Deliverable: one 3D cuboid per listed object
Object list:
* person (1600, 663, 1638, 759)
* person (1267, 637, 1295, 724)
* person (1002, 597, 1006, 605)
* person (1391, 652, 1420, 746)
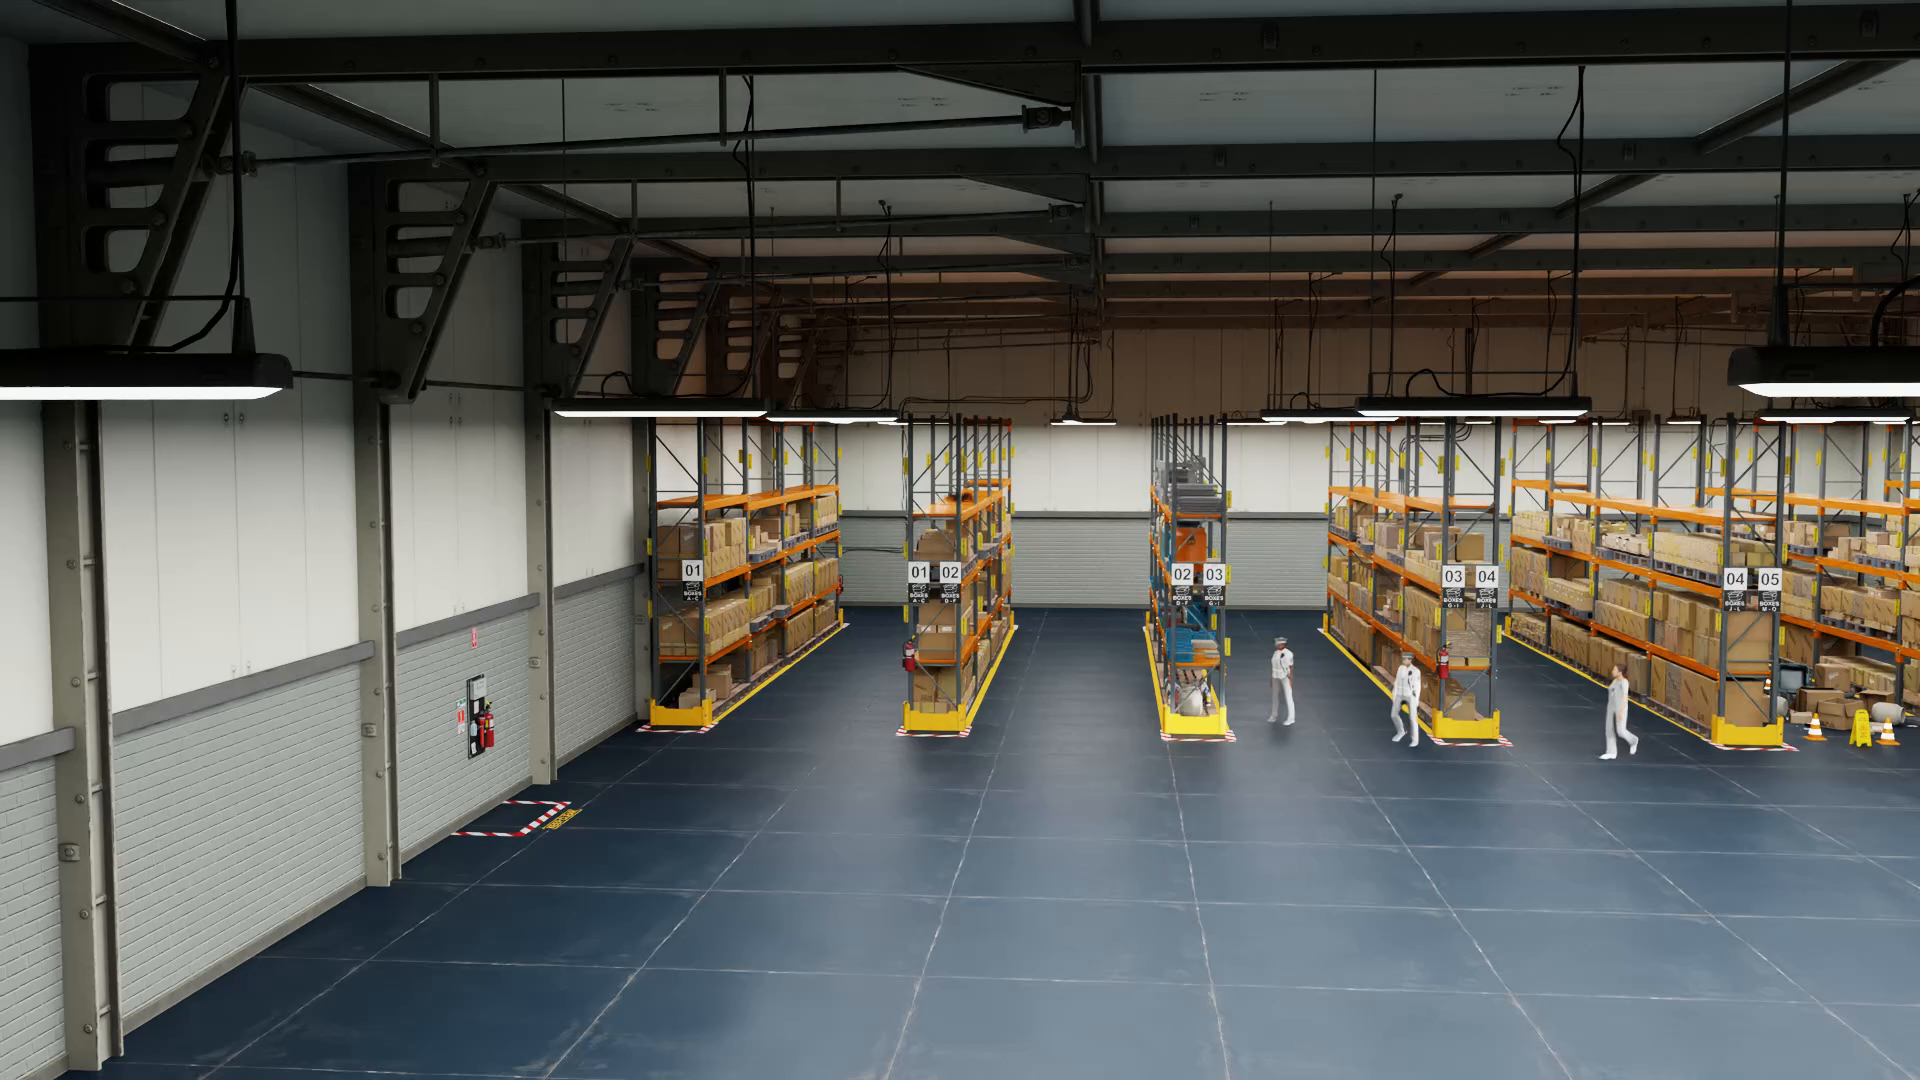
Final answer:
[{"bbox_3d":[11.416,2.955,28.724,0.652,1.661,0.432,-2,4,-31],"label":"person"},{"bbox_3d":[6.222,2.718,32.280,0.395,1.664,0.539,-4,5,-44],"label":"person"},{"bbox_3d":[1.105,1.479,49.787,0.594,1.795,0.519,-2,4,-28],"label":"person"},{"bbox_3d":[8.063,2.851,30.062,0.551,1.688,0.408,3,5,42],"label":"person"}]
